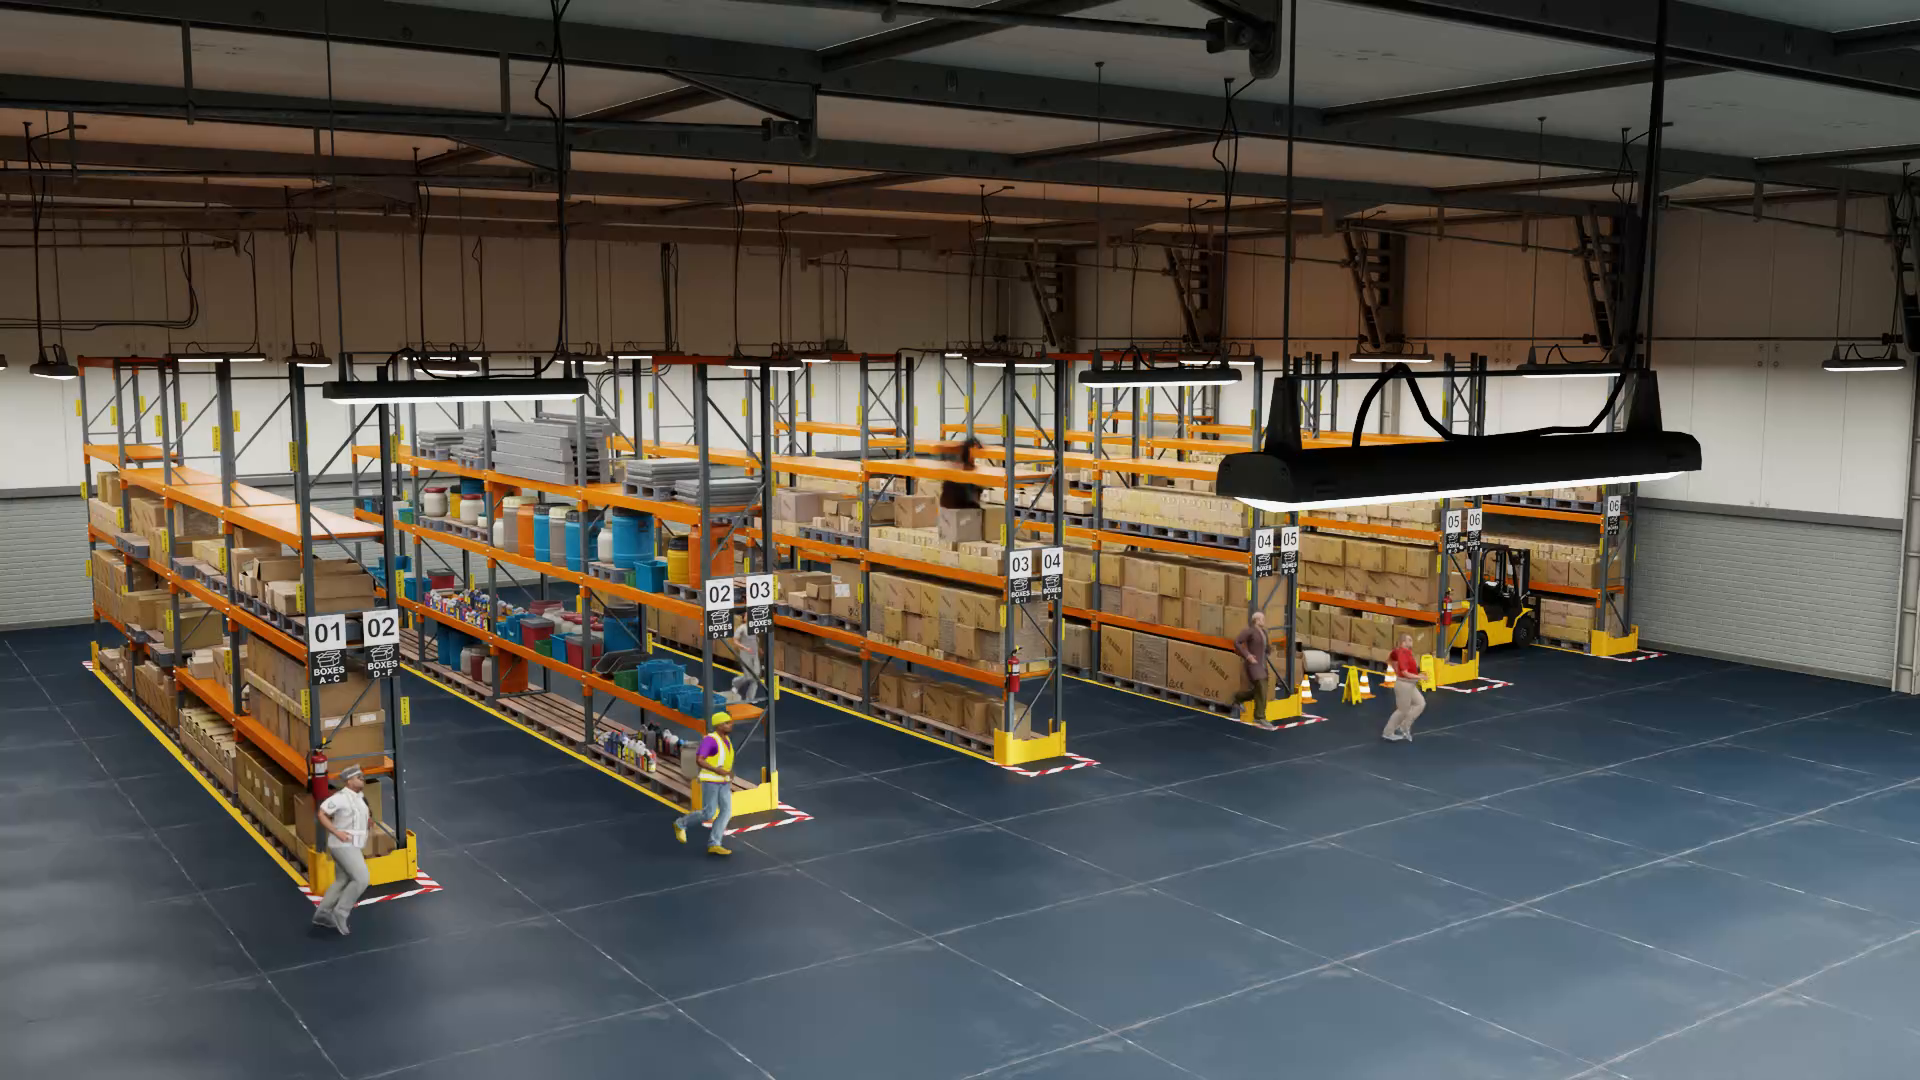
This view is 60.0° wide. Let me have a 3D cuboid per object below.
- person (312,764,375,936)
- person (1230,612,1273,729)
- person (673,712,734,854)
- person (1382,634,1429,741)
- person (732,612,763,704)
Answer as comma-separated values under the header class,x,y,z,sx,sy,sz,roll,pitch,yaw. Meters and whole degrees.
class,x,y,z,sx,sy,sz,roll,pitch,yaw
person,-6.635,3.322,17.945,0.654,1.782,0.739,-1,7,-5
person,4.693,2.017,26.383,0.957,1.756,0.733,6,9,40
person,-3.089,2.989,20.743,0.828,1.701,0.717,3,8,24
person,7.007,2.329,26.134,0.681,1.737,0.662,2,7,15
person,-3.709,2.014,28.976,0.639,1.627,0.563,6,9,42
